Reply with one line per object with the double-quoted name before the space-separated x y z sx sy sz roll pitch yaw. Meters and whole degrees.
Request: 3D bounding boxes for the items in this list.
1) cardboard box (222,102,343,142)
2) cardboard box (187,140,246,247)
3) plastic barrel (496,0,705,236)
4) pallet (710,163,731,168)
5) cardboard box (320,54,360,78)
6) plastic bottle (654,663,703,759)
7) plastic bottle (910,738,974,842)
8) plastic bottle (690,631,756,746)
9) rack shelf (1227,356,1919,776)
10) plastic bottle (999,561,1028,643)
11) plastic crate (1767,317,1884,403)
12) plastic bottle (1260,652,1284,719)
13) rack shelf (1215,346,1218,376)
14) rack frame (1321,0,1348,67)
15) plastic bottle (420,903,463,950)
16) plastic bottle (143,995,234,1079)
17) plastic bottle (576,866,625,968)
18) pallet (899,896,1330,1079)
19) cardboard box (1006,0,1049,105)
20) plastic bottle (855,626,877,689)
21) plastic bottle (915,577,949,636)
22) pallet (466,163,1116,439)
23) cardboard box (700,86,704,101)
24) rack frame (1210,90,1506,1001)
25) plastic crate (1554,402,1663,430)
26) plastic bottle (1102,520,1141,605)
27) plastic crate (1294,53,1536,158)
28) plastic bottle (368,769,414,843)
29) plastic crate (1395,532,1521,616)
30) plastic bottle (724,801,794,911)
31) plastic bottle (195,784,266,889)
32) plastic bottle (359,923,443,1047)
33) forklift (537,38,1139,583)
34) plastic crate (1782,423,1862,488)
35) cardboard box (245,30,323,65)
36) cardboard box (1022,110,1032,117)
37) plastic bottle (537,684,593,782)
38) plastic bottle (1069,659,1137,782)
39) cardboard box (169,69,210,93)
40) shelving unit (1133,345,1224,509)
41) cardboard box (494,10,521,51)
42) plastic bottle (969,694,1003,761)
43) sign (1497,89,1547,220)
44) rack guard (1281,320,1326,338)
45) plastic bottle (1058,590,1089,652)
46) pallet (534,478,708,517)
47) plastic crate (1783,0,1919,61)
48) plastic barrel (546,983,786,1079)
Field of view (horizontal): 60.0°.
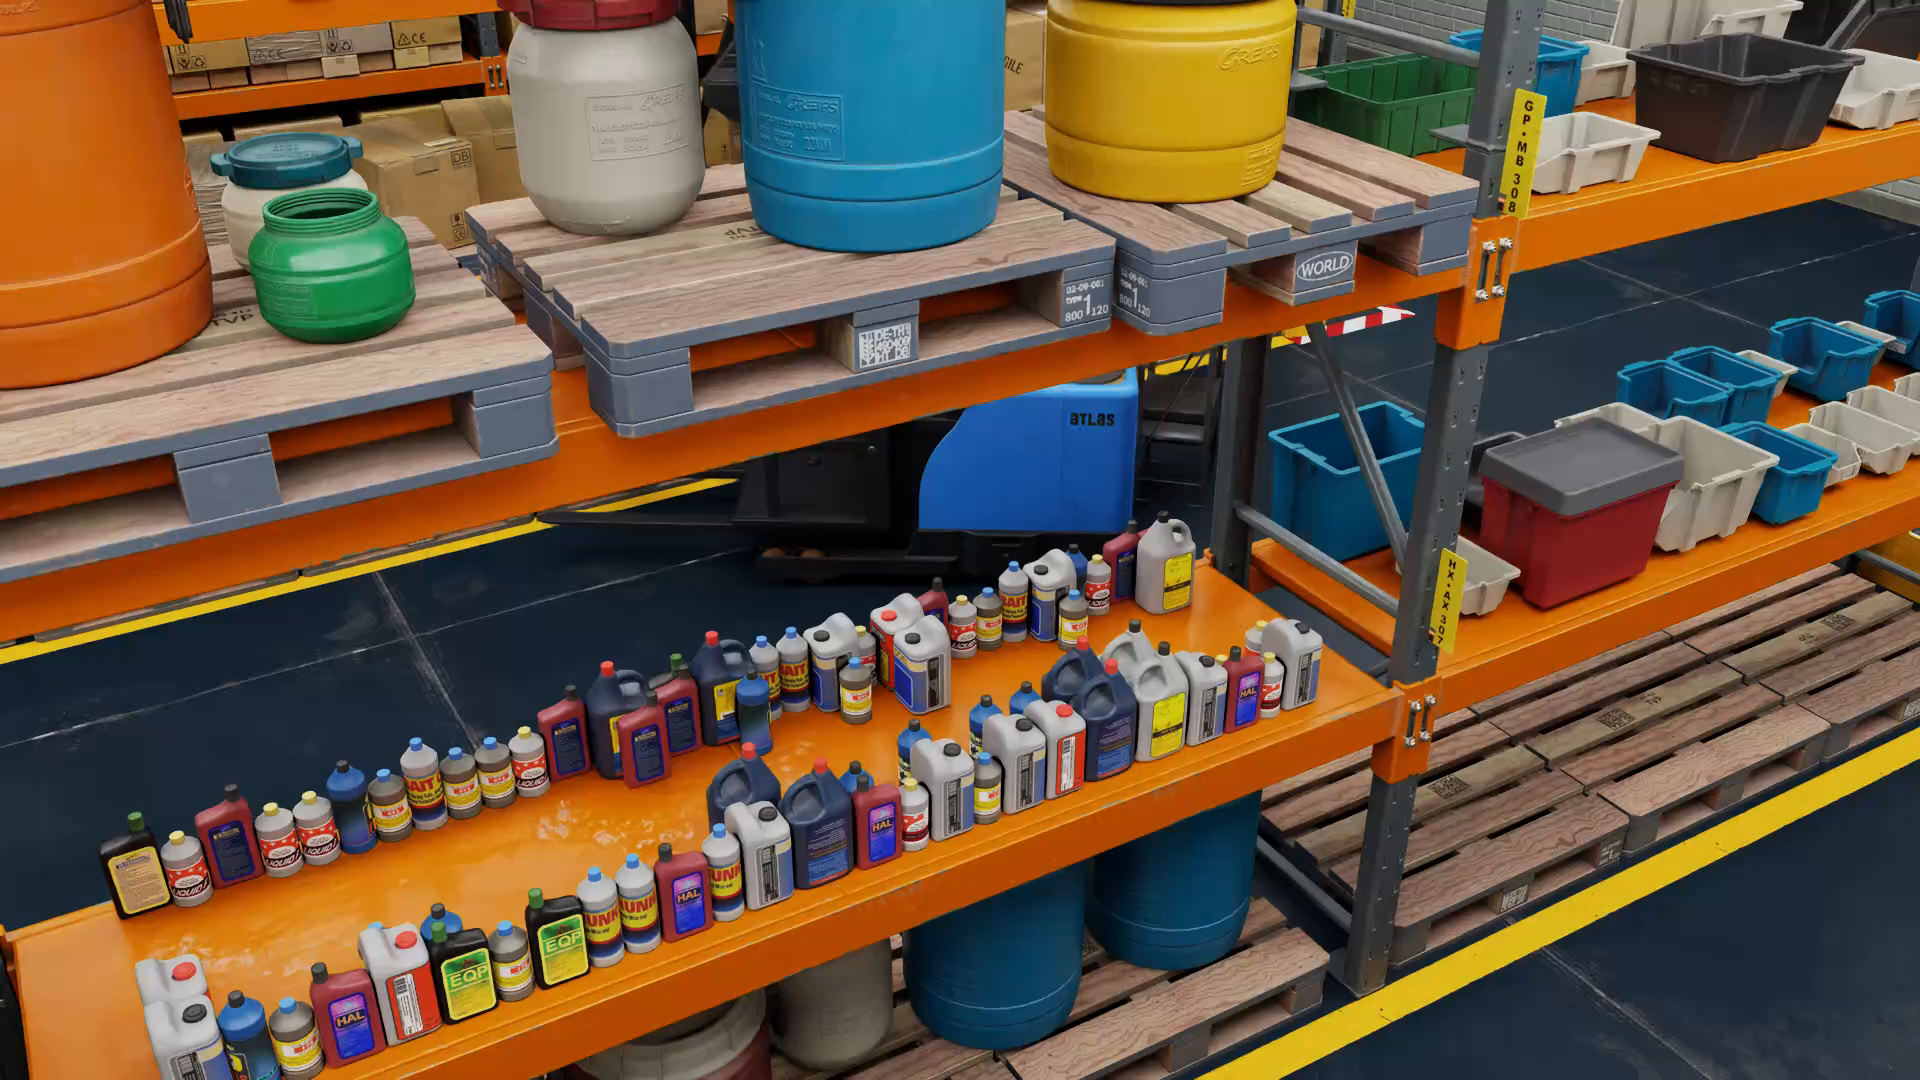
"cardboard box" -5.083 -2.860 12.619 0.750 0.750 0.750 -15 32 -25
"cardboard box" -3.389 -1.581 7.972 0.500 0.500 0.700 -10 30 -17
"plastic barrel" -0.801 -0.997 3.772 0.433 0.535 0.433 0 29 0
"pallet" -2.076 -3.283 14.481 1.213 0.211 1.003 -16 33 -26
"cardboard box" -4.622 -3.543 12.304 0.250 0.149 0.380 -16 33 -26
"plastic bottle" -0.830 0.498 4.863 0.133 0.283 0.061 -16 33 -26
"plastic bottle" -0.047 0.665 4.569 0.135 0.276 0.152 -16 33 -26
"plastic bottle" -0.703 0.422 4.932 0.185 0.351 0.144 -16 33 -26
"rack shelf" 2.920 -0.097 6.567 4.000 0.370 1.077 -16 33 -26
"plastic bottle" 0.174 0.195 5.426 0.097 0.271 0.097 0 29 0
"plastic crate" 3.697 -0.770 7.153 0.300 0.233 0.416 -16 33 -26
"plastic bottle" 0.933 0.435 5.063 0.097 0.201 0.097 0 29 0
"rack shelf" 1.192 -1.217 8.810 0.431 0.518 0.480 7 30 12
"rack frame" 2.138 -2.966 11.021 0.127 3.000 1.000 -16 33 -26
"plastic bottle" -1.235 0.986 3.992 0.097 0.271 0.097 0 29 0
"plastic bottle" -1.717 1.139 3.709 0.135 0.276 0.152 -16 33 -26
"plastic bottle" -0.890 0.922 4.108 0.097 0.271 0.097 0 29 0
"pallet" 0.509 1.470 5.869 1.213 0.211 1.003 -16 33 -26
"cardboard box" 0.571 -2.846 9.664 0.500 0.500 0.500 -15 32 -25
"plastic bottle" -0.309 0.362 5.194 0.097 0.201 0.097 0 29 0
"plastic bottle" -0.103 0.258 5.299 0.133 0.283 0.061 -16 33 -26
"pallet" -0.407 -0.642 3.900 1.213 0.211 1.003 -16 33 -26
"cardboard box" -2.289 -3.699 13.830 0.250 0.149 0.380 -17 33 -28
"rack frame" 1.195 0.077 5.506 0.127 3.000 1.000 -16 33 -26
"plastic crate" 2.544 -0.385 6.554 0.466 0.136 0.293 -16 33 -26
"plastic bottle" 0.548 0.073 5.634 0.133 0.283 0.061 -16 33 -26
"plastic crate" 1.407 -1.373 5.248 0.662 0.188 0.450 -16 33 -26
"plastic bottle" -1.561 0.718 4.550 0.097 0.201 0.097 0 29 0
"plastic crate" 1.669 0.112 5.653 0.243 0.136 0.396 -16 33 -26
"plastic bottle" -0.521 0.800 4.324 0.135 0.276 0.152 -16 33 -26
"plastic bottle" -1.922 0.774 4.363 0.133 0.283 0.061 -16 33 -26
"plastic bottle" -1.318 1.026 3.915 0.135 0.276 0.152 -16 33 -26
"forklift" -0.633 -1.321 8.111 3.031 2.935 1.130 1 29 2
"plastic crate" 3.302 -0.314 6.426 0.250 0.136 0.298 -16 33 -26
"cardboard box" -4.966 -3.766 12.038 0.500 0.500 0.500 -16 33 -26
"cardboard box" 0.139 -2.290 9.692 0.500 0.500 0.500 -16 33 -27
"plastic bottle" -1.135 0.551 4.768 0.133 0.283 0.061 -16 33 -26
"plastic bottle" 0.409 0.505 4.781 0.185 0.351 0.144 -16 33 -26
"cardboard box" -5.554 -3.334 11.925 0.250 0.149 0.380 -16 33 -26
"shelving unit" 1.192 -1.229 8.804 0.431 2.100 0.503 7 30 12
"cardboard box" -3.348 -4.307 13.140 0.700 0.700 0.980 -15 32 -26
"plastic bottle" 0.074 0.563 4.758 0.097 0.271 0.097 0 29 0
"sign" 1.472 -1.010 4.363 0.005 0.325 0.100 -16 33 -26
"rack guard" 2.072 -1.853 11.591 0.348 0.500 1.175 -16 33 -26
"plastic bottle" 0.367 0.256 5.388 0.097 0.201 0.097 0 29 0
"pallet" -1.993 -0.551 9.531 1.213 0.211 1.003 -16 33 -26
"plastic crate" 3.187 -1.929 6.100 0.767 0.338 0.504 -16 33 -26
"plastic barrel" -0.867 1.525 4.943 0.708 0.588 0.600 -16 33 -26
